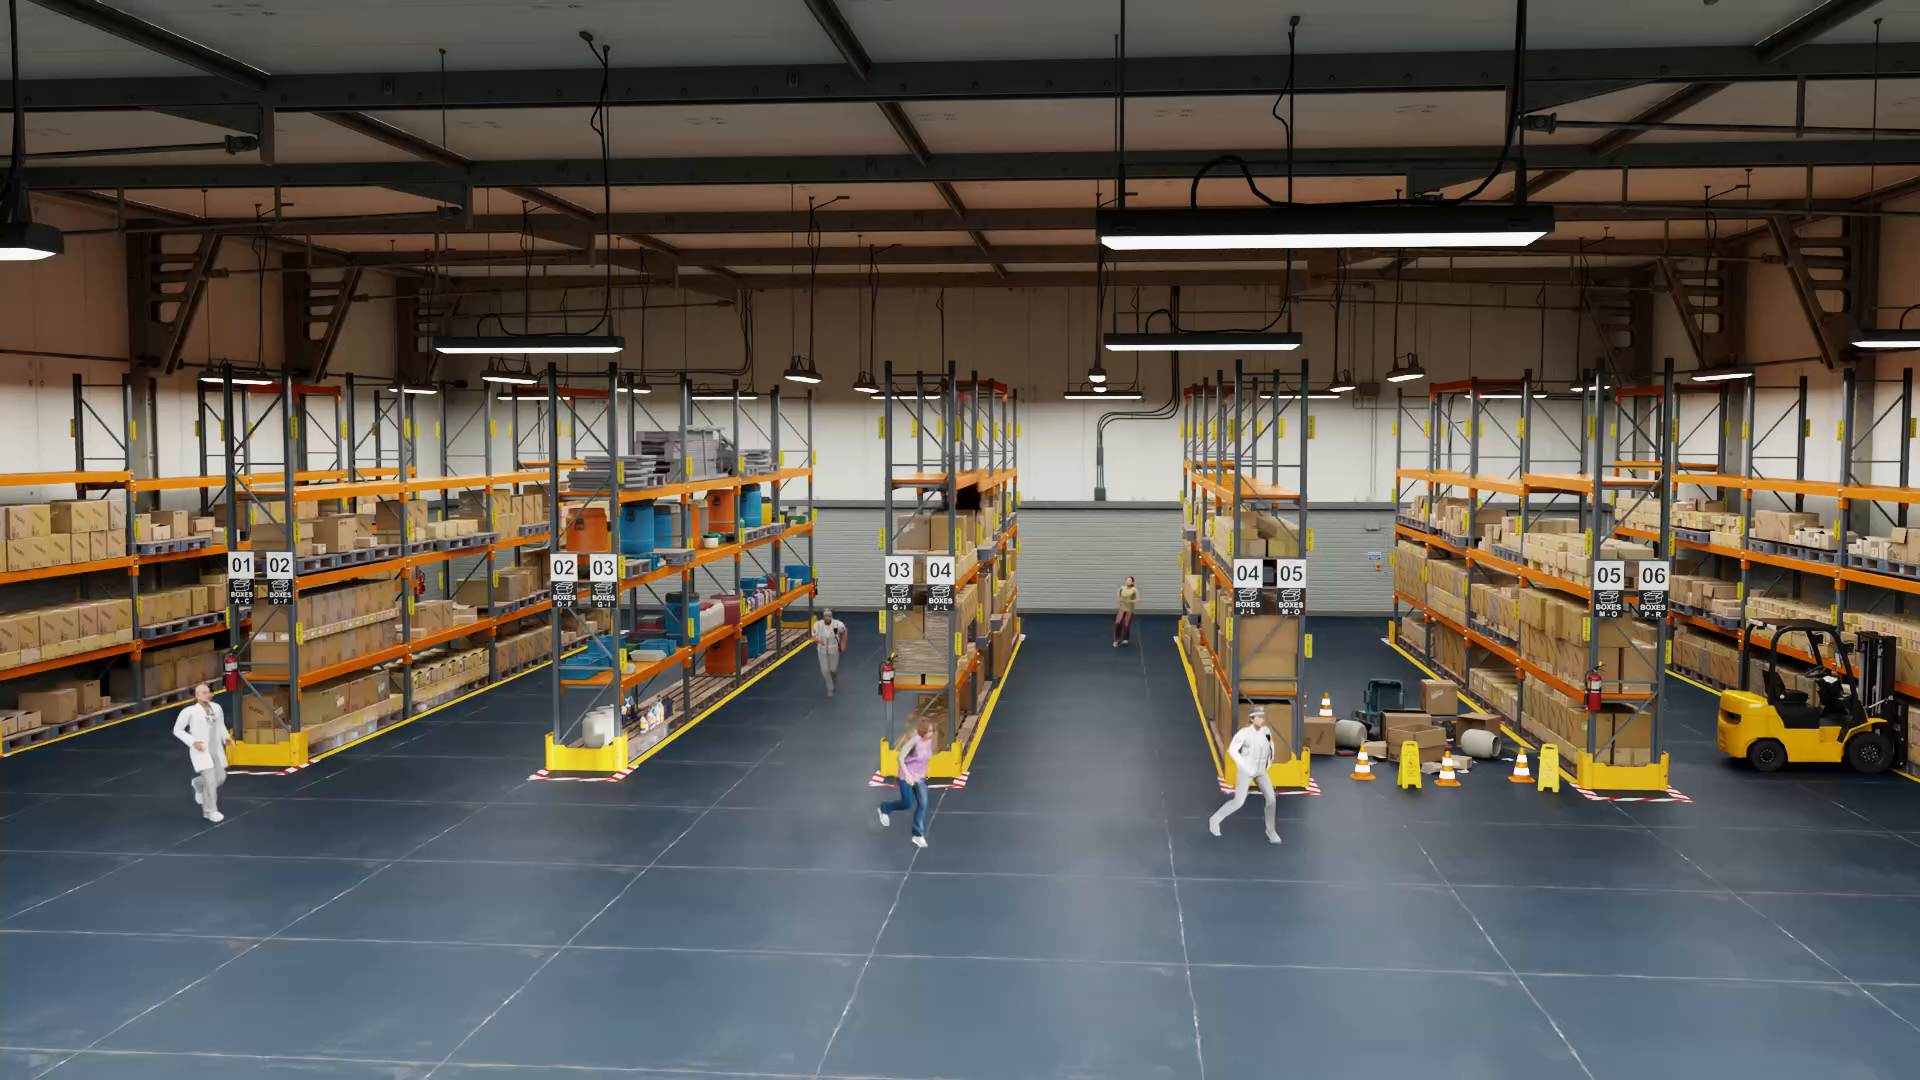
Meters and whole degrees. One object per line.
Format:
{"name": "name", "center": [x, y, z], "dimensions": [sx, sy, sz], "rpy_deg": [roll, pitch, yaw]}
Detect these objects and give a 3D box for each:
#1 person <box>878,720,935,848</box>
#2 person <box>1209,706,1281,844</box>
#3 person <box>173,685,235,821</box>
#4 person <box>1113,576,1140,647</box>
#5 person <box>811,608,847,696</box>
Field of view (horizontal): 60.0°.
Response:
{"name": "person", "center": [-0.654, 2.926, 20.268], "dimensions": [0.870, 1.549, 0.550], "rpy_deg": [3, 5, 36]}
{"name": "person", "center": [3.547, 2.855, 20.329], "dimensions": [0.841, 1.688, 0.674], "rpy_deg": [-2, 4, -29]}
{"name": "person", "center": [-9.777, 2.733, 21.470], "dimensions": [0.719, 1.744, 0.712], "rpy_deg": [2, 4, 31]}
{"name": "person", "center": [3.893, 1.660, 38.548], "dimensions": [0.603, 1.691, 0.677], "rpy_deg": [1, 4, 21]}
{"name": "person", "center": [-2.469, 2.108, 31.373], "dimensions": [0.654, 1.701, 0.730], "rpy_deg": [0, 4, 3]}
